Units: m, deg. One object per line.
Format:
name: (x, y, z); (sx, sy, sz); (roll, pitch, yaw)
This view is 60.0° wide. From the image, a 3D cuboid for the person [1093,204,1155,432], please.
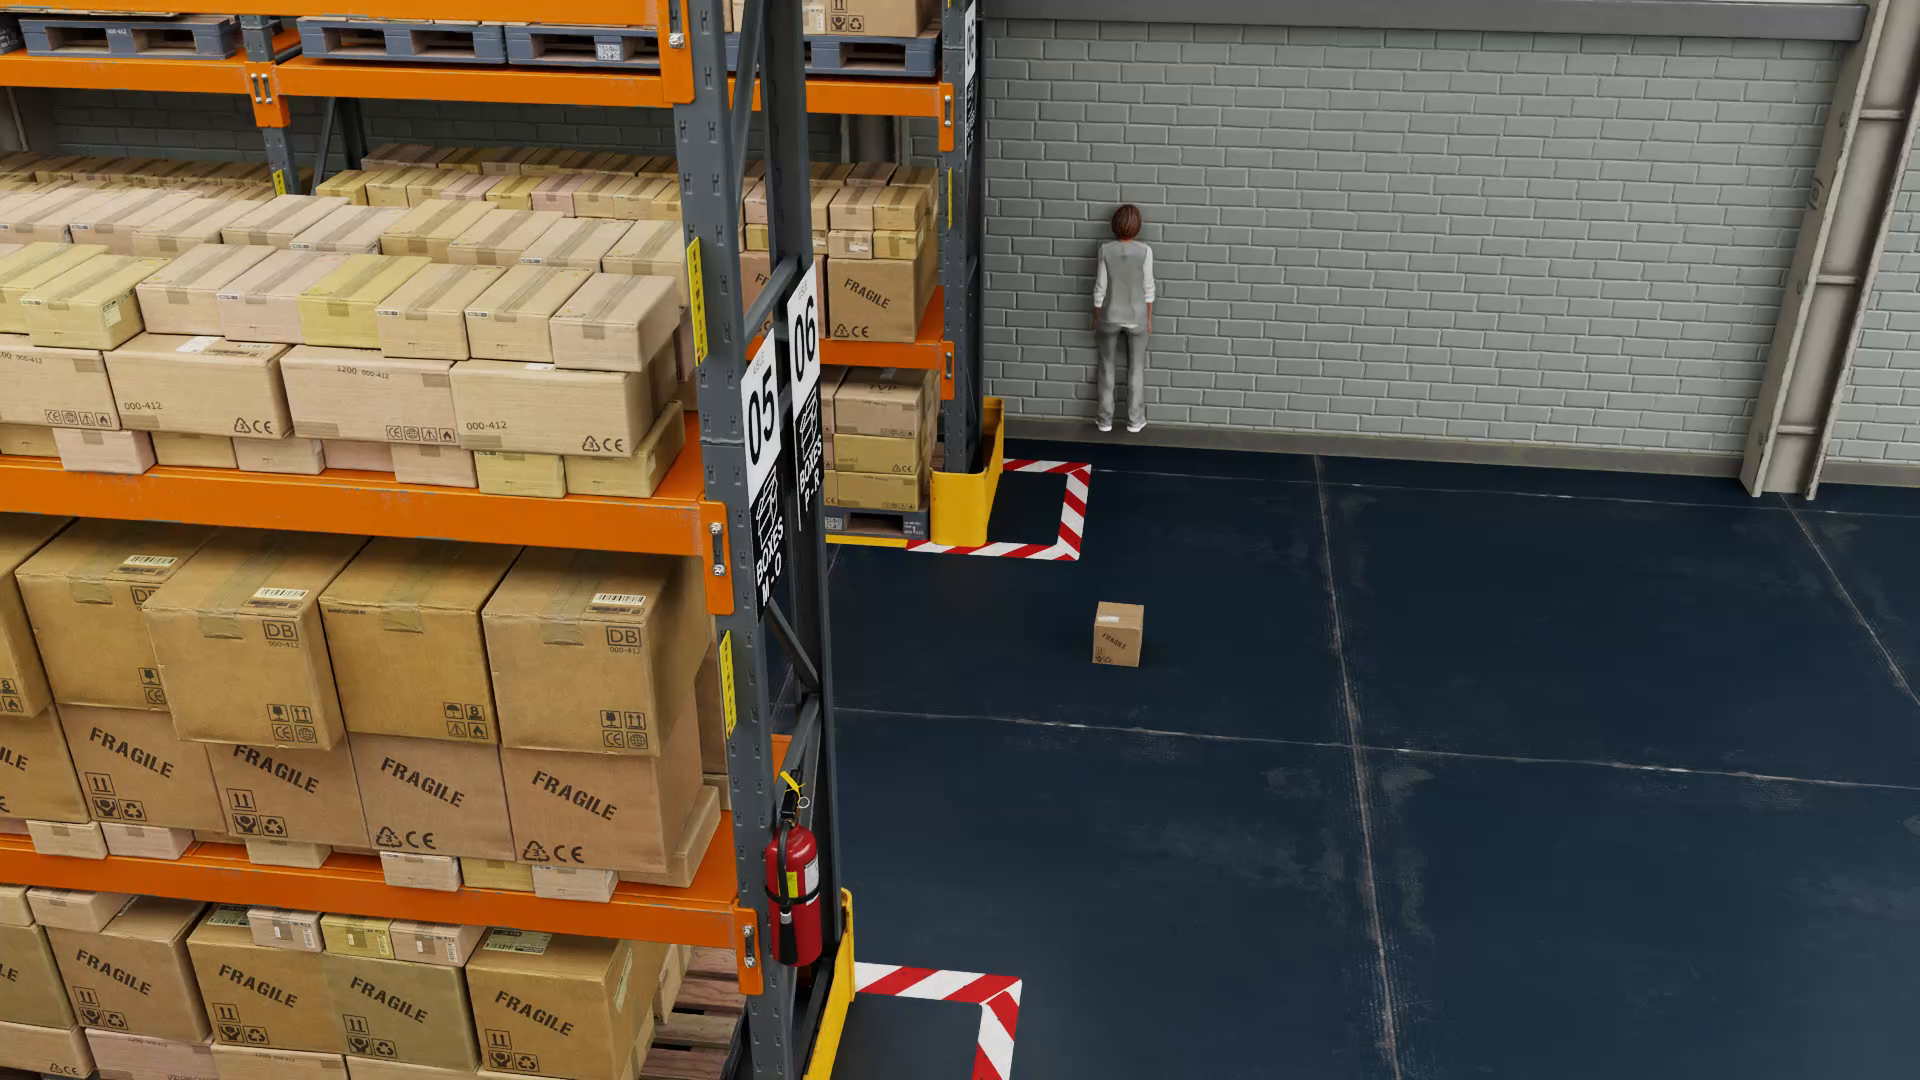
person: (1.088, -1.474, 11.109); (0.408, 1.588, 0.311); (3, 29, 5)
